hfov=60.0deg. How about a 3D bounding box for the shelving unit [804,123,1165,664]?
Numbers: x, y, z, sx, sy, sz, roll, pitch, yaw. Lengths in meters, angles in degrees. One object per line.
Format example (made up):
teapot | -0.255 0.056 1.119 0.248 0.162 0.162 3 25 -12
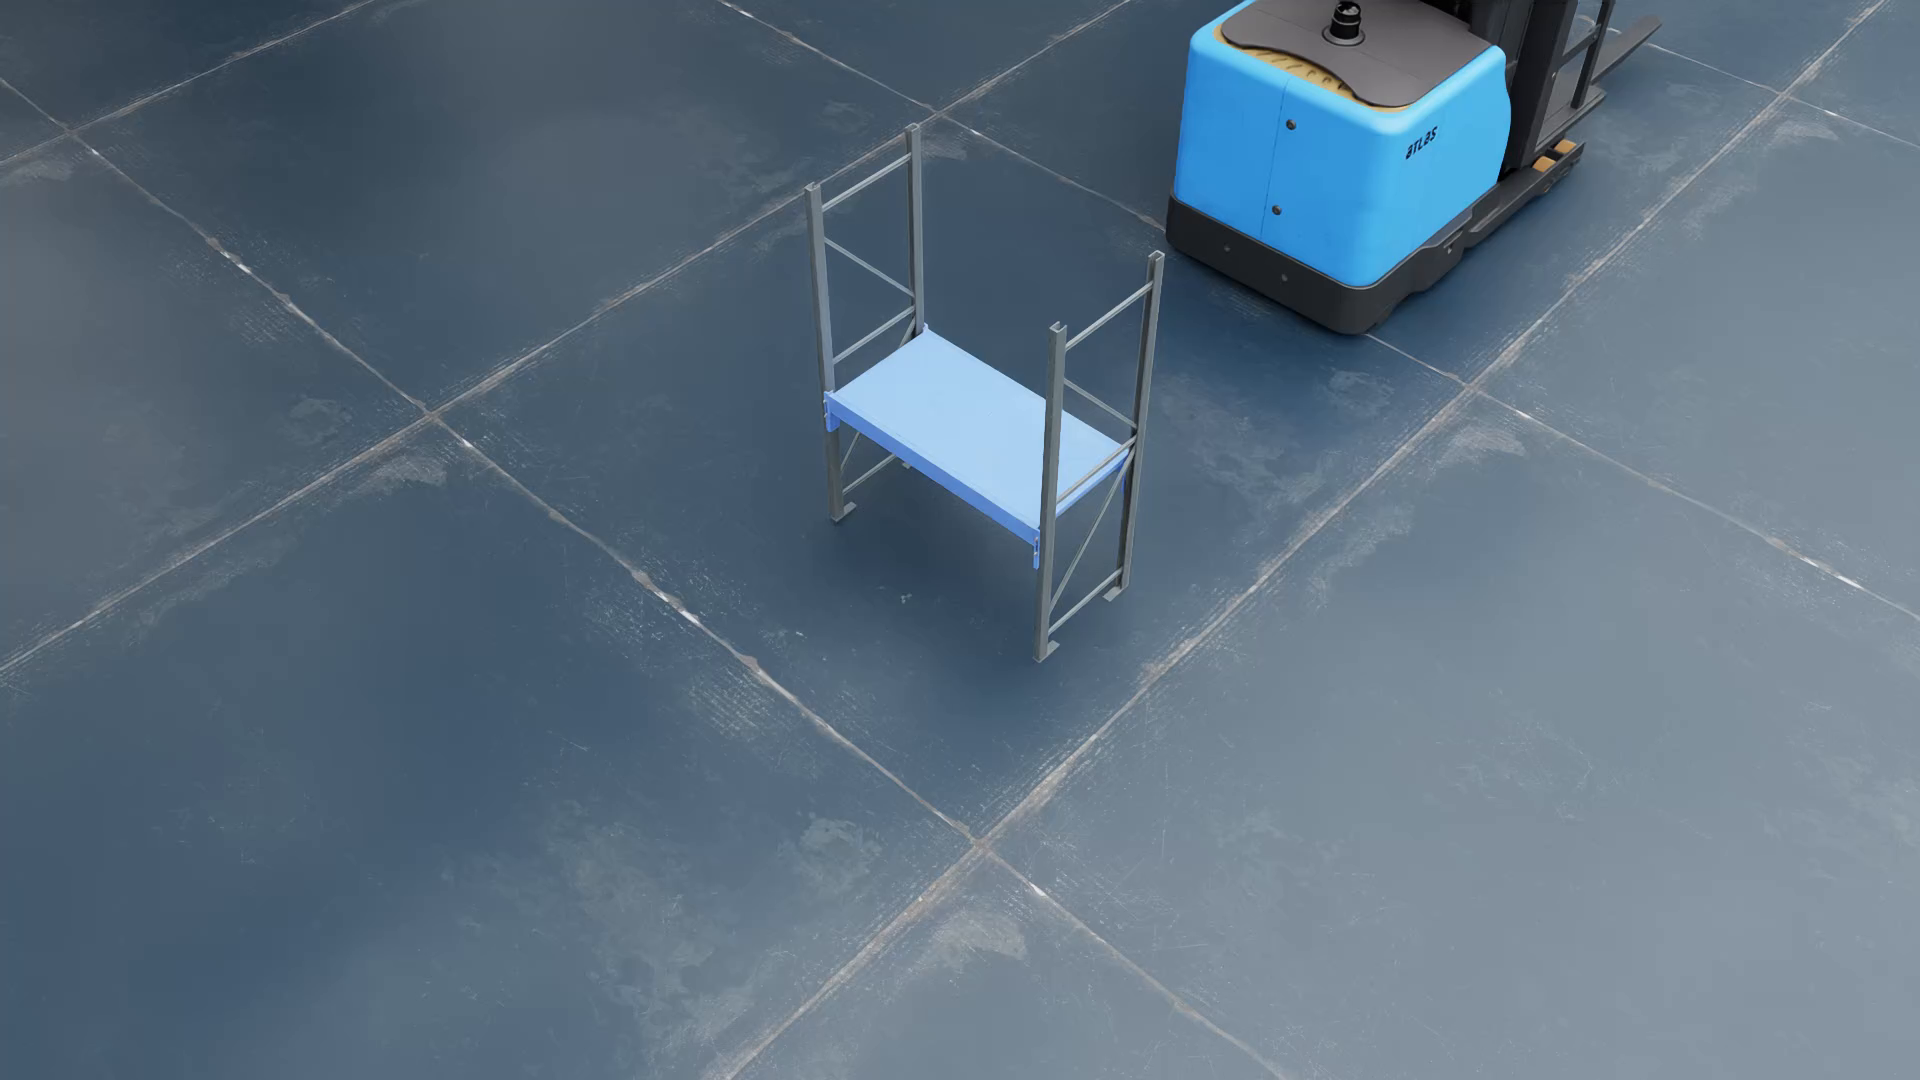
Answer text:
shelving unit | 0.063 -0.471 5.664 1.048 1.500 0.538 34 55 28

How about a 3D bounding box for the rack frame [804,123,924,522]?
rack frame | -0.311 -0.723 5.900 0.032 1.500 0.500 34 55 28

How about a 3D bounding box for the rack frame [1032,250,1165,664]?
rack frame | 0.436 -0.220 5.428 0.032 1.500 0.500 34 55 28

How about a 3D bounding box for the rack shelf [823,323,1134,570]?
rack shelf | 0.063 -0.348 5.795 1.000 0.185 0.538 34 55 28

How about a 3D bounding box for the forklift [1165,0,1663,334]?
forklift | 2.287 -2.851 6.916 1.130 2.935 3.031 34 56 28
